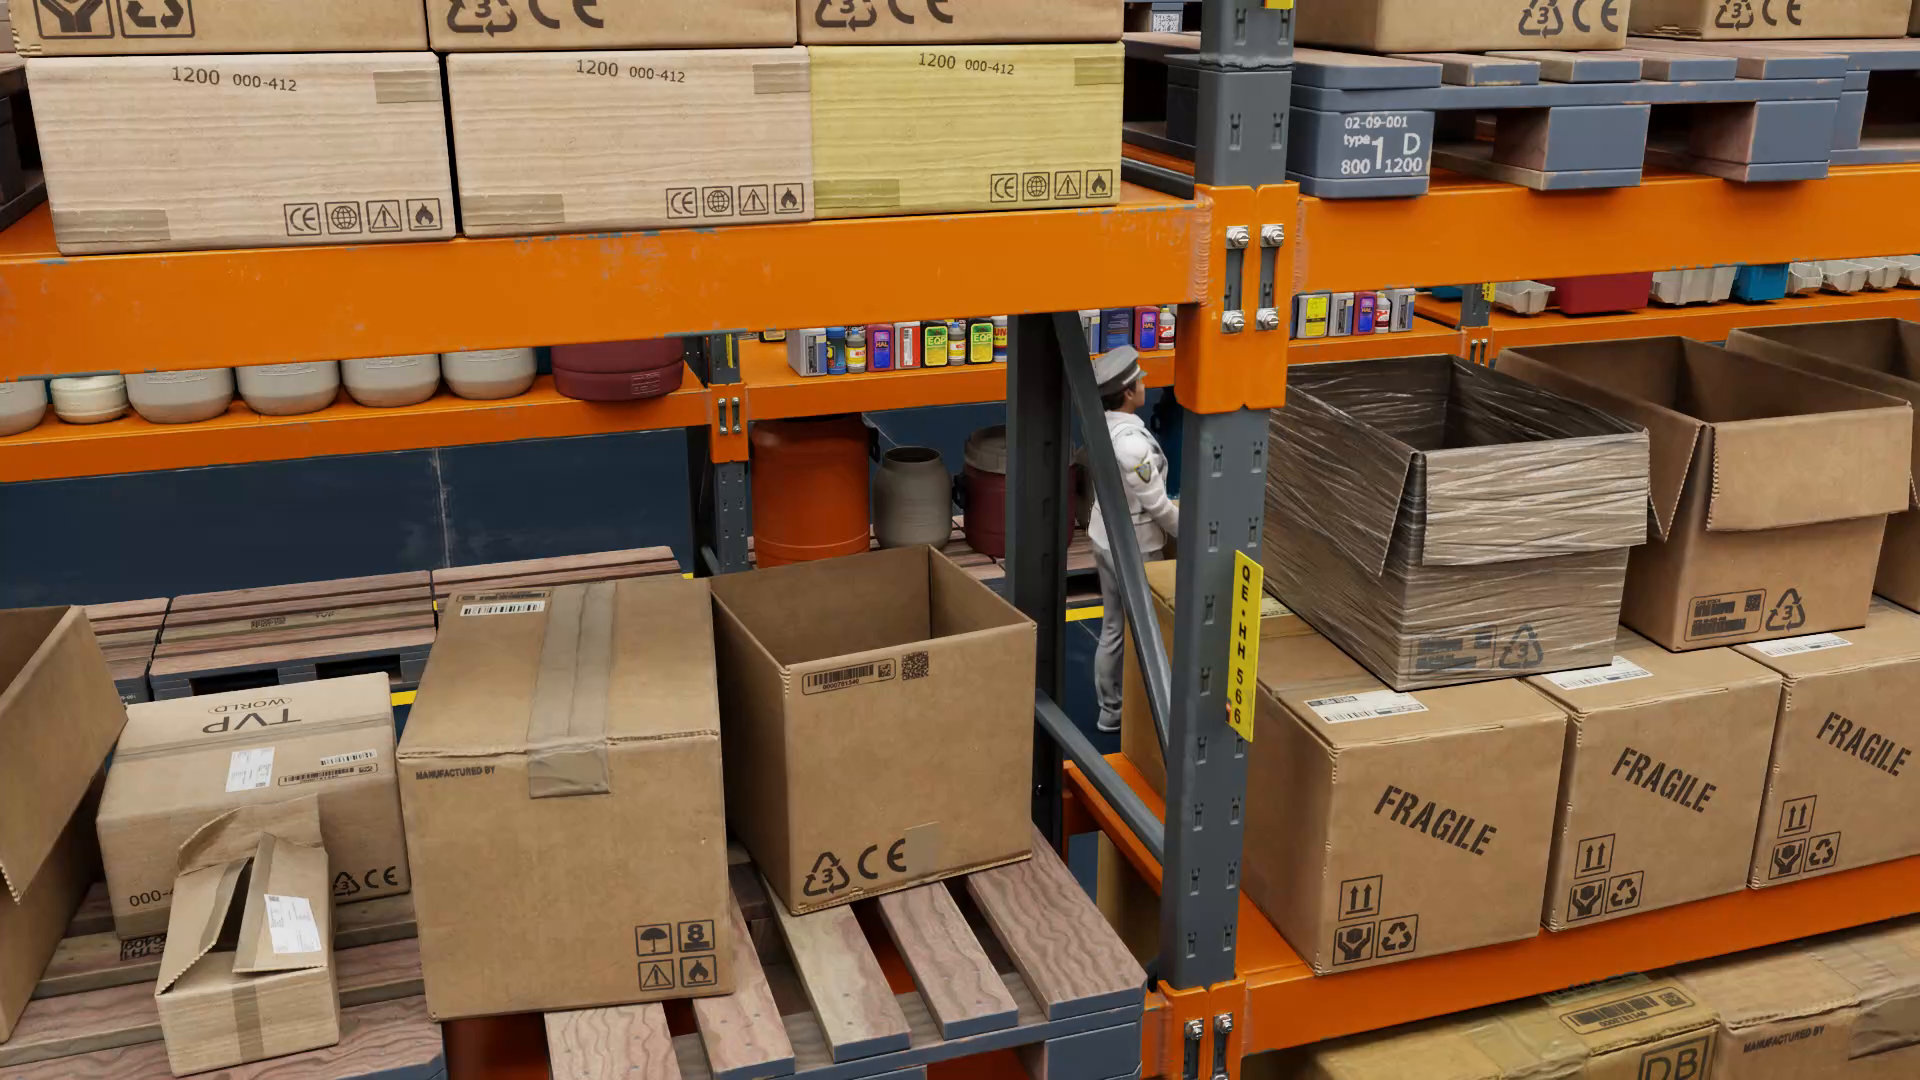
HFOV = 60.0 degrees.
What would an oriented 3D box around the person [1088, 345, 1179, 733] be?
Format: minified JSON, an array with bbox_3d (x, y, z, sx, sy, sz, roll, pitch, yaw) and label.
[{"bbox_3d":[0.742,0.026,6.930,0.512,1.701,0.504,-6,20,-17],"label":"person"}]
